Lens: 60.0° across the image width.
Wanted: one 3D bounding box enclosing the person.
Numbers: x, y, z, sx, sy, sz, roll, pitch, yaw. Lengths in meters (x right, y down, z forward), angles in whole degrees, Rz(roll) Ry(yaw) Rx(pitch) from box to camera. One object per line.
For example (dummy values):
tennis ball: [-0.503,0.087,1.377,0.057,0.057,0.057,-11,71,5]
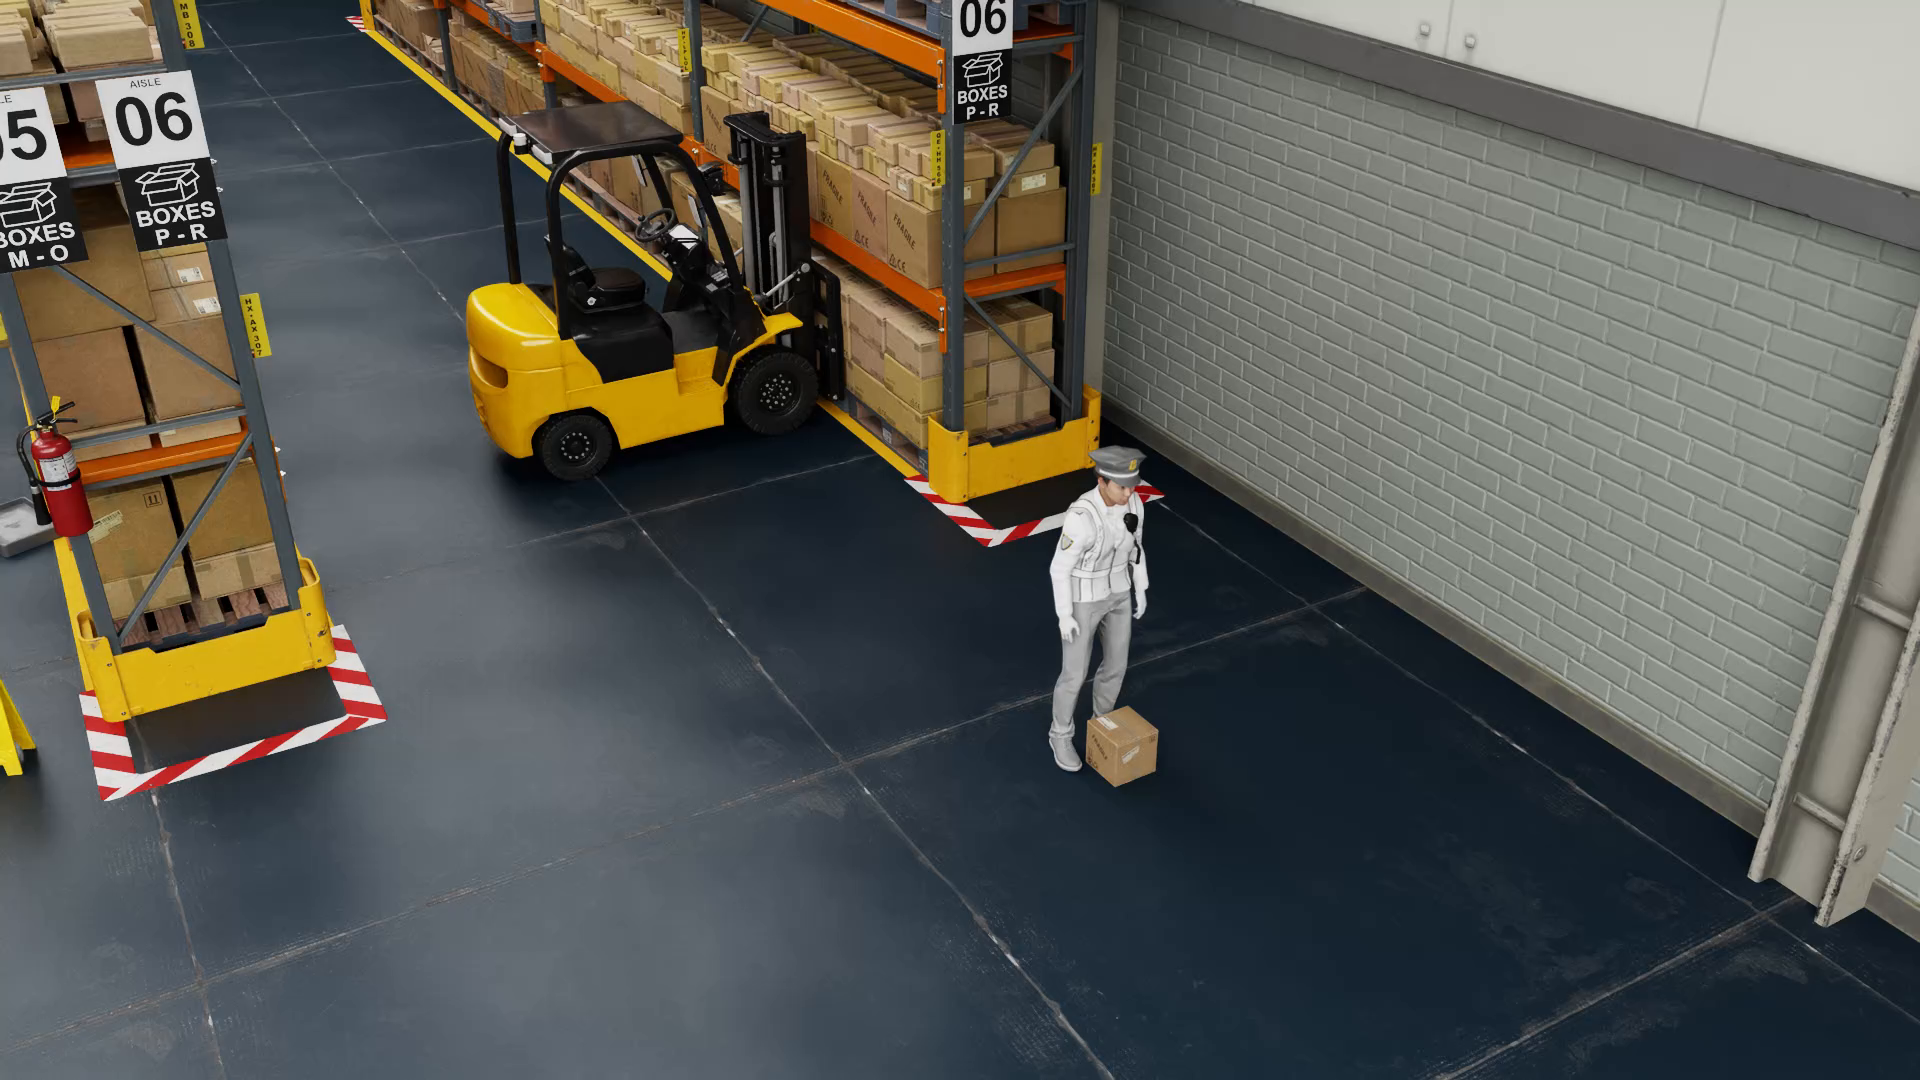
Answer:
person: [0.676,0.297,8.018,0.542,1.665,0.372,-17,33,-28]
